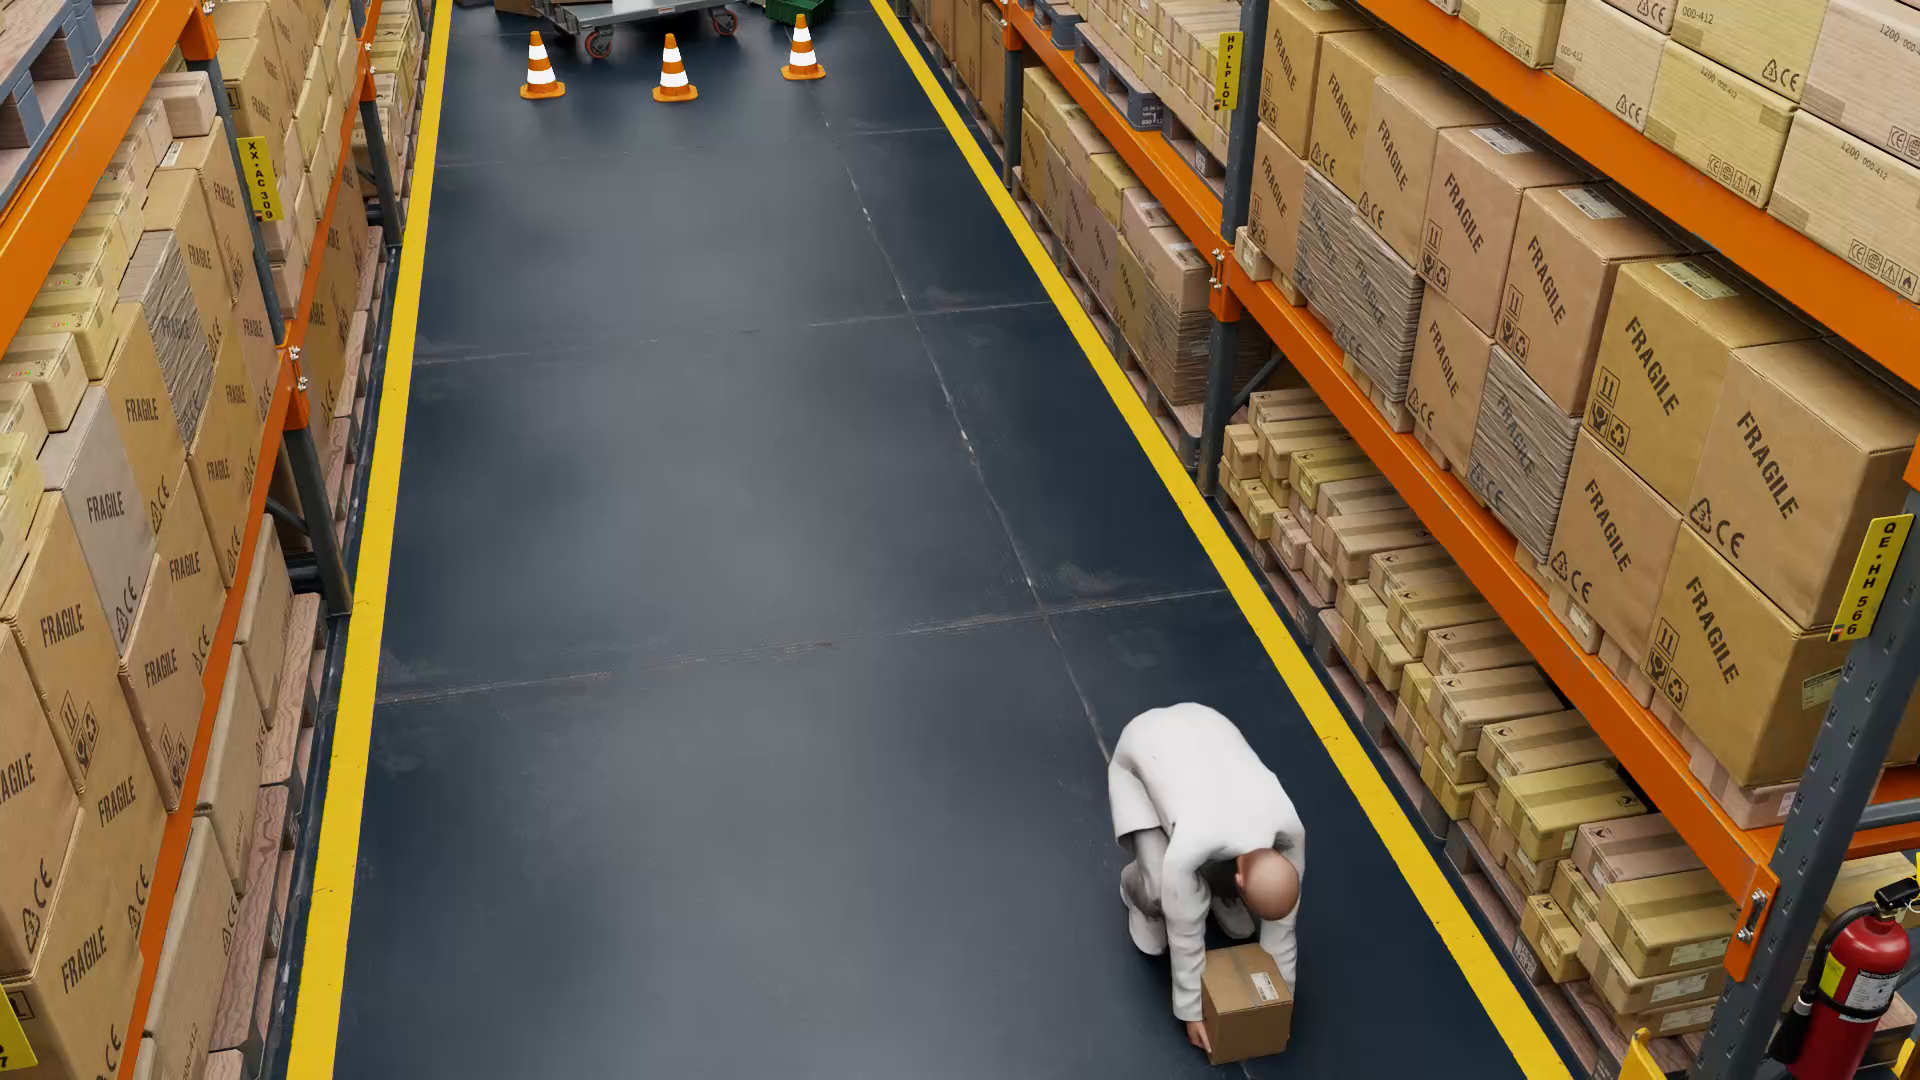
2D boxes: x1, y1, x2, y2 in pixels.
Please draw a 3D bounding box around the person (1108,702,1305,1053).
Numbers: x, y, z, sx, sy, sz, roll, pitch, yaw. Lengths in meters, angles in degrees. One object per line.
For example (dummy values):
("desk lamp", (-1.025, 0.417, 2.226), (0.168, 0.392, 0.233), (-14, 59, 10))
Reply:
("person", (0.812, 1.051, 5.448), (0.587, 0.862, 0.953), (-9, 35, -13))
